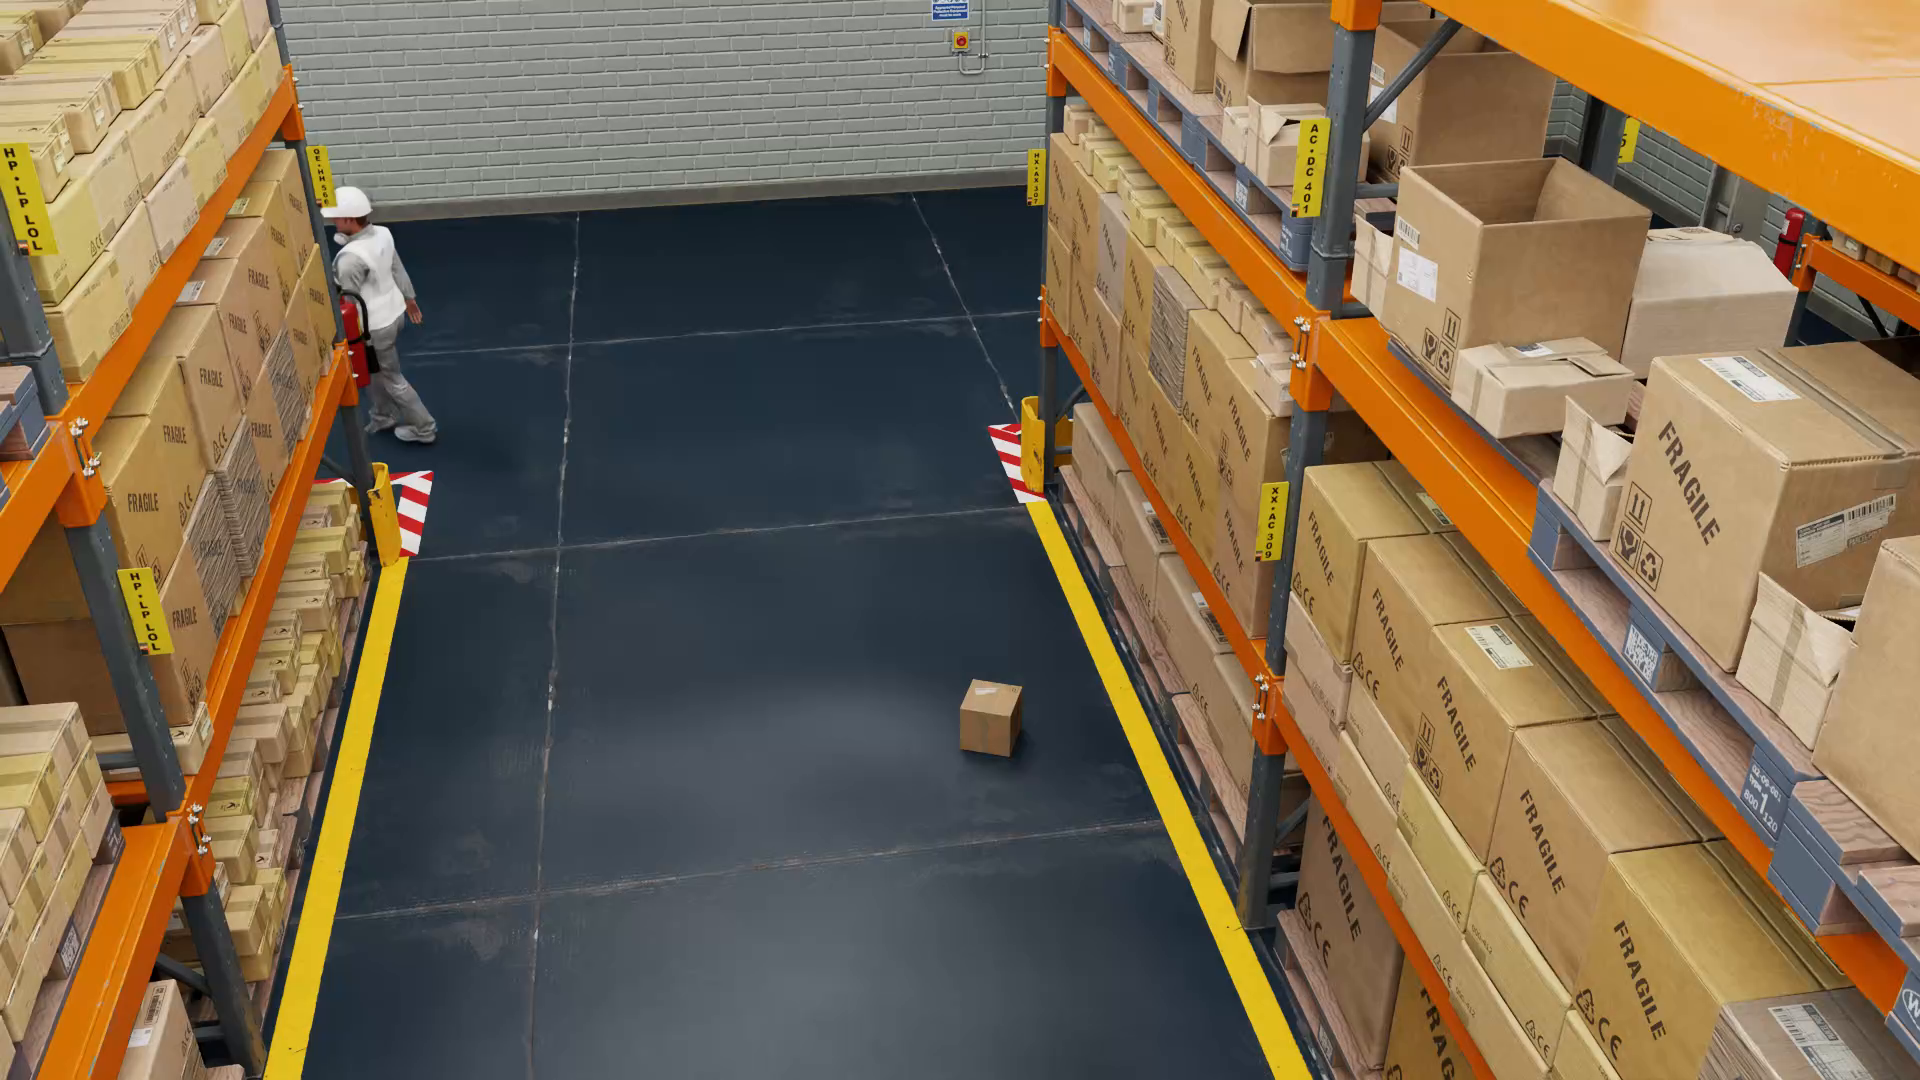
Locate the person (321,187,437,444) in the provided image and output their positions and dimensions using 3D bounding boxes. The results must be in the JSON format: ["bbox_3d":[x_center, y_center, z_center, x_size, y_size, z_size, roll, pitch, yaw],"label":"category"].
[{"bbox_3d":[-3.719,-1.367,10.477,0.609,1.824,0.622,4,31,6],"label":"person"}]
